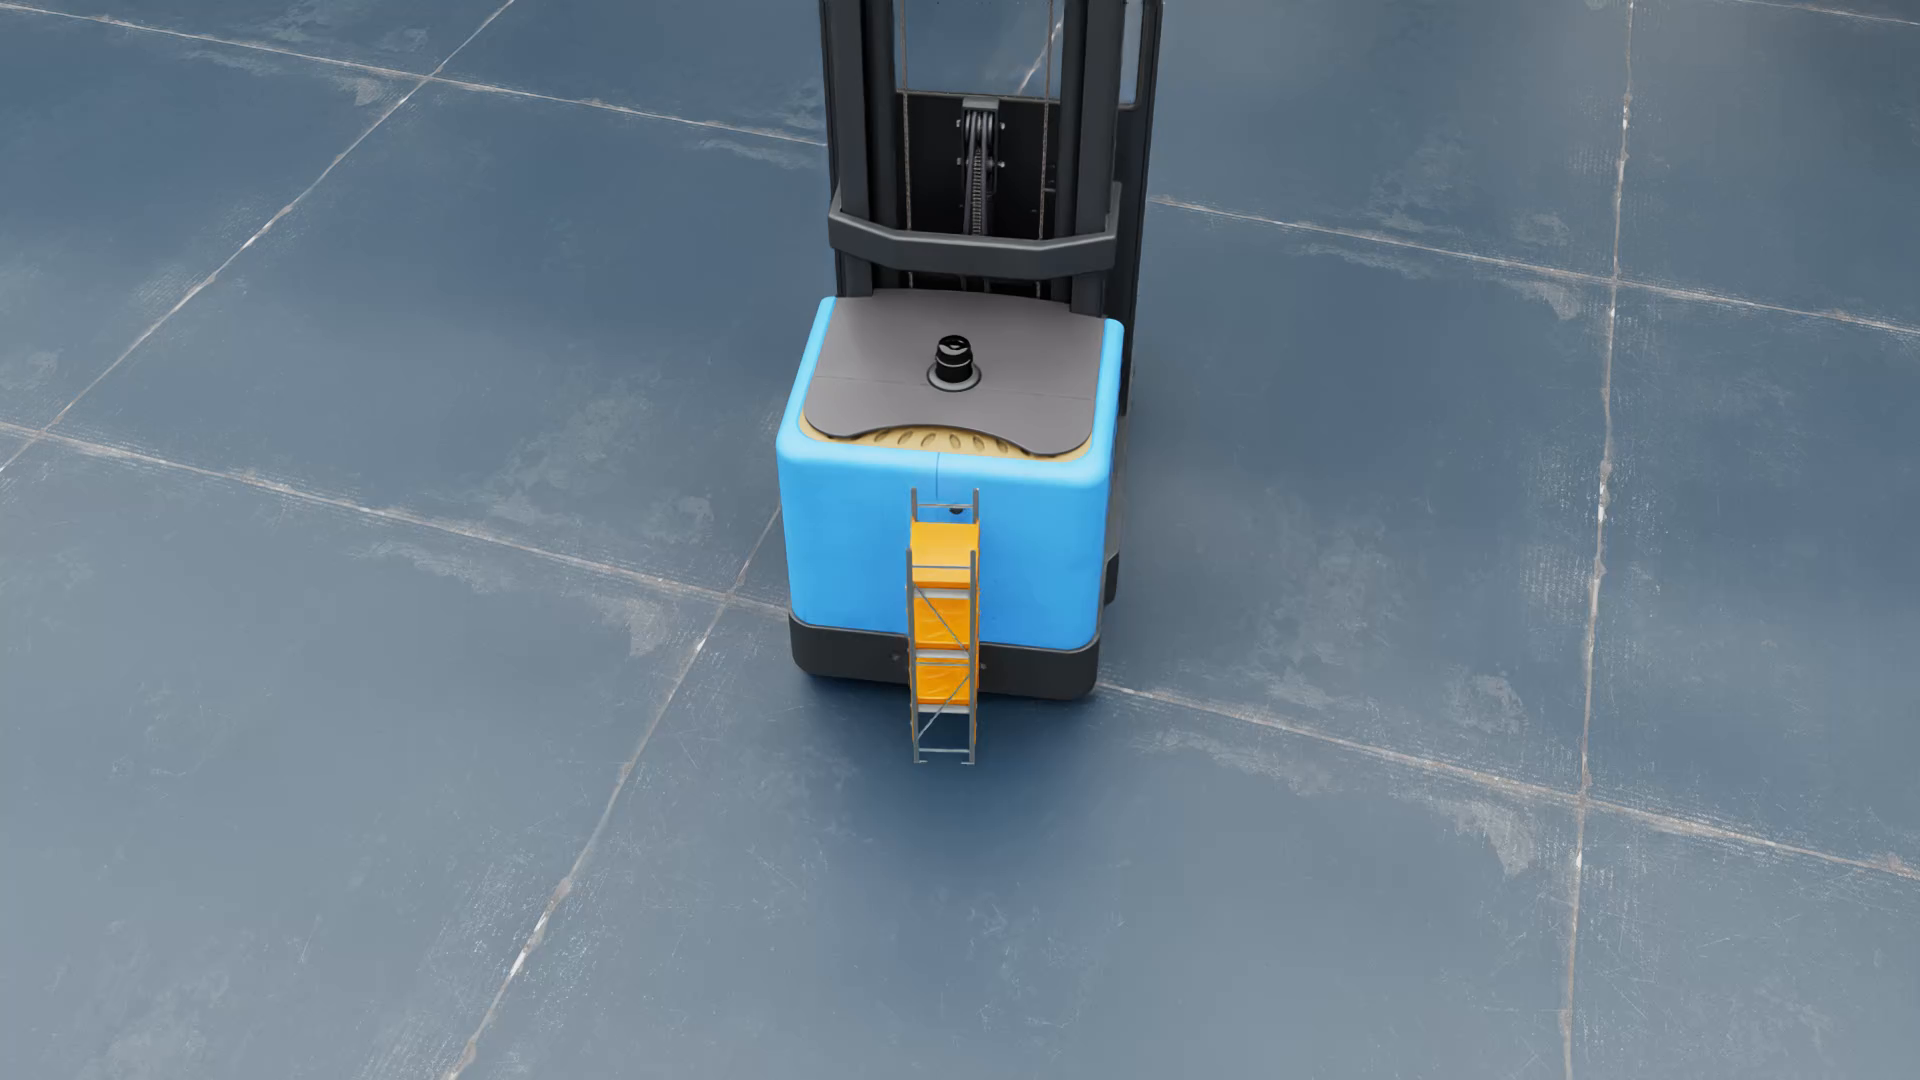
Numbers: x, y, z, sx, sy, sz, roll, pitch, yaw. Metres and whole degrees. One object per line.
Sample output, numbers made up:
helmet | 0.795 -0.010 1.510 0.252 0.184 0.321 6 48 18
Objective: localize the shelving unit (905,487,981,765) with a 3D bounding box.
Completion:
shelving unit | -0.048 0.293 5.190 0.215 1.050 0.252 2 48 2

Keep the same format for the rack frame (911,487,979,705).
rack frame | -0.044 0.204 5.273 0.200 1.050 0.008 2 48 2

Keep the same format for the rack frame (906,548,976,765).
rack frame | -0.053 0.383 5.108 0.200 1.050 0.008 2 48 2

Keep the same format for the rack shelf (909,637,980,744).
rack shelf | -0.048 0.488 5.403 0.215 0.259 0.240 2 48 2

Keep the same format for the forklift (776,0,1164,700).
forklift | 0.130 -1.546 5.734 1.130 2.935 3.031 5 45 5

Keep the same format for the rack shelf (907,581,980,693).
rack shelf | -0.048 0.301 5.198 0.215 0.259 0.240 2 48 2

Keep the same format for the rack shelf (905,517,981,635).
rack shelf | -0.049 0.109 4.989 0.215 0.259 0.240 2 48 2
